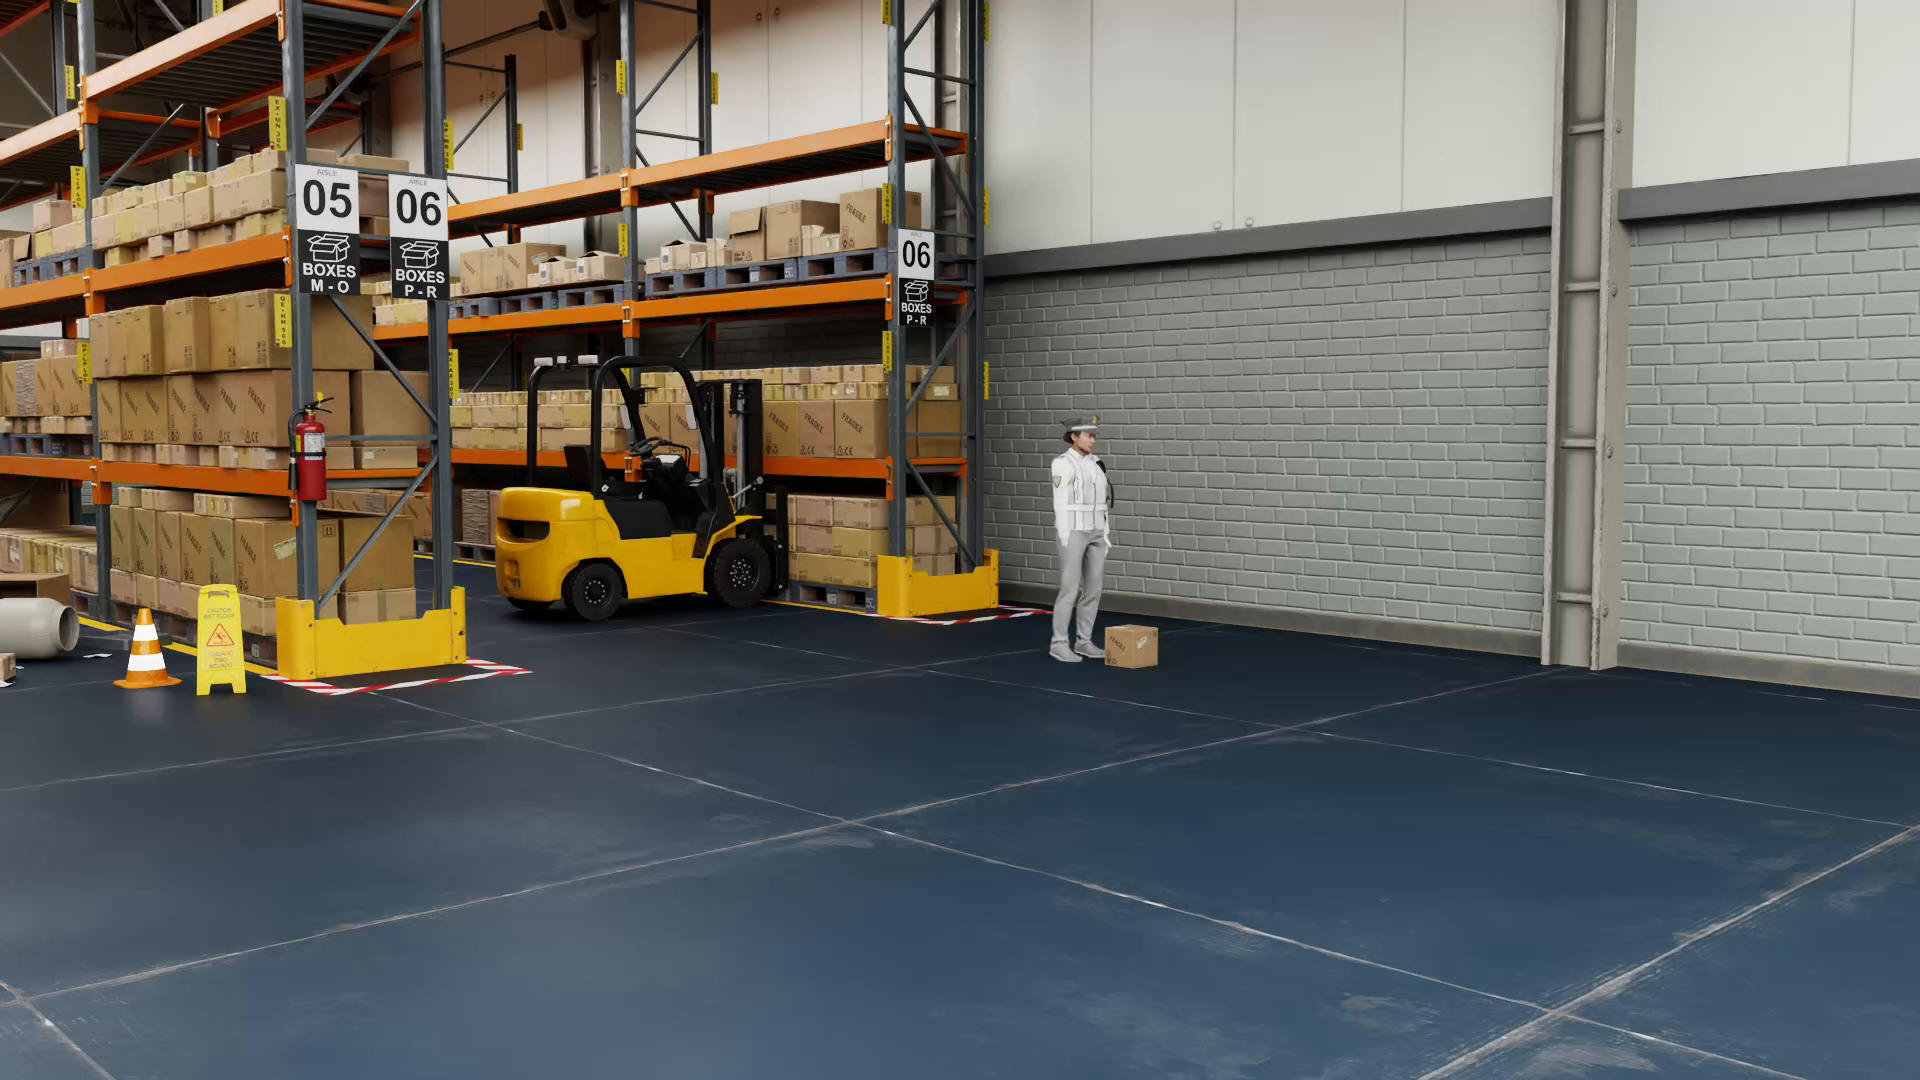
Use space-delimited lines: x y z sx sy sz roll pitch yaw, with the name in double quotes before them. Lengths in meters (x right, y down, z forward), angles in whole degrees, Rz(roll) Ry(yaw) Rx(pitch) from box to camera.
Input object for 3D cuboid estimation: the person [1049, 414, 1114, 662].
"person" 0.841 -0.013 11.332 0.468 1.682 0.328 -4 5 -43
